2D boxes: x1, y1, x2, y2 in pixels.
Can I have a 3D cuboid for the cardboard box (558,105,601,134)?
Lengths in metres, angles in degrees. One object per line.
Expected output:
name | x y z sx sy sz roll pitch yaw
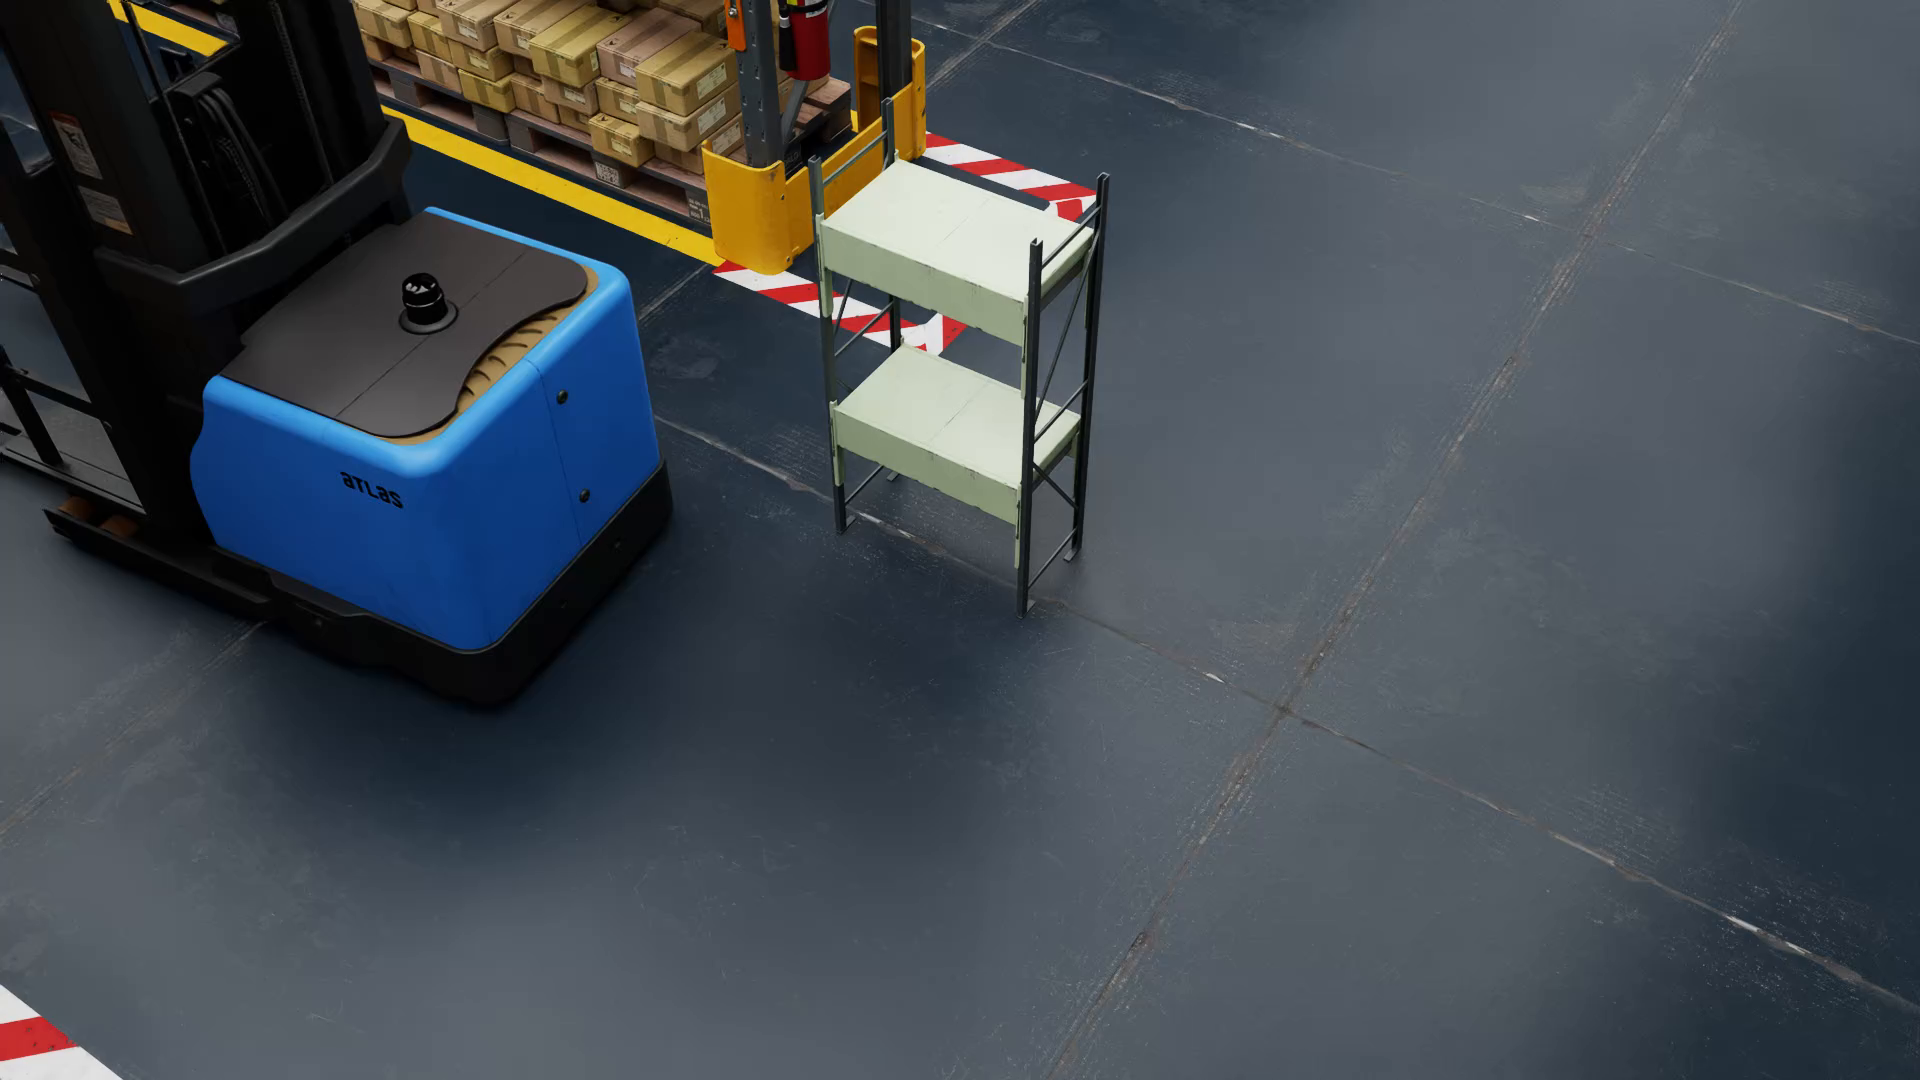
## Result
cardboard box | -1.525 -1.923 7.222 0.250 0.149 0.380 24 51 22

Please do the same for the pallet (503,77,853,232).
pallet | -1.251 -1.893 7.442 1.213 0.211 1.003 25 51 22

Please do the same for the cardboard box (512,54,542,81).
cardboard box | -1.730 -2.154 7.239 0.250 0.149 0.380 24 51 22

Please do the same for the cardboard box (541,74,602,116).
cardboard box | -1.559 -1.988 7.078 0.250 0.149 0.380 23 50 21

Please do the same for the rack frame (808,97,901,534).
rack frame | -0.314 -0.667 5.352 0.023 1.500 0.400 25 51 22

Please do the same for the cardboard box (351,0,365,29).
cardboard box | -2.649 -2.491 7.567 0.250 0.149 0.380 24 51 22

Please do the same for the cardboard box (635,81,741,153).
cardboard box | -1.121 -1.788 6.883 0.250 0.149 0.380 23 50 21

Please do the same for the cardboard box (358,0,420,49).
cardboard box | -2.455 -2.381 7.460 0.250 0.149 0.380 25 51 22

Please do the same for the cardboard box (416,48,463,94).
cardboard box | -2.208 -2.189 7.481 0.250 0.149 0.380 26 51 23

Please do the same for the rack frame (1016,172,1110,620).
rack frame | 0.302 -0.384 5.077 0.023 1.500 0.400 25 51 22

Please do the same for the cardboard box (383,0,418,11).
cardboard box | -2.410 -2.529 7.396 0.250 0.149 0.380 25 51 22

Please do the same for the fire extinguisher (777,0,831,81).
fire extinguisher | -0.560 -1.966 5.883 0.183 0.674 0.296 25 51 22

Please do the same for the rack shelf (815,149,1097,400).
rack shelf | -0.006 -0.797 4.935 0.720 0.370 0.431 25 51 22

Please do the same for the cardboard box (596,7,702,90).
cardboard box | -1.286 -2.043 6.924 0.250 0.149 0.380 26 51 23

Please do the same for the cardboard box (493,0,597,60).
cardboard box | -1.756 -2.205 7.082 0.250 0.149 0.380 23 50 21

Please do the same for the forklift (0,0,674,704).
forklift | -2.542 -1.262 4.933 3.031 2.935 1.130 20 49 18

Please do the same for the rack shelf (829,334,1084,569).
rack shelf | -0.006 -0.298 5.448 0.720 0.370 0.431 25 51 22

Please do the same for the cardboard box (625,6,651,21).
cardboard box | -1.279 -2.295 7.376 0.250 0.149 0.380 25 51 23

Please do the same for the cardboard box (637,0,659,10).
cardboard box | -1.220 -2.476 7.345 0.250 0.149 0.380 25 51 22

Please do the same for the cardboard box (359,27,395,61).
cardboard box | -2.642 -2.388 7.674 0.250 0.149 0.380 23 50 21

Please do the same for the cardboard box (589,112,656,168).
cardboard box | -1.349 -1.768 7.072 0.250 0.149 0.380 26 51 23

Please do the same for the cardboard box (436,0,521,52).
cardboard box | -2.012 -2.276 7.150 0.250 0.149 0.380 27 51 23

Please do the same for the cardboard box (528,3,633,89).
cardboard box | -1.572 -2.067 6.947 0.250 0.149 0.380 24 50 21

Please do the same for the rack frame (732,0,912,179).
rack frame | -0.523 -2.499 6.087 0.127 3.000 1.000 25 51 22

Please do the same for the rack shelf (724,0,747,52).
rack shelf | -2.206 -3.023 7.097 4.000 0.370 1.077 25 51 22

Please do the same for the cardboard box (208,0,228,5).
cardboard box | -3.533 -2.763 8.038 0.250 0.149 0.380 26 51 23

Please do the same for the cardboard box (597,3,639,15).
cardboard box | -1.436 -2.460 7.536 0.250 0.149 0.380 26 51 23

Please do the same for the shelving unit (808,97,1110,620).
shelving unit | -0.006 -0.525 5.215 0.755 1.500 0.431 25 51 22

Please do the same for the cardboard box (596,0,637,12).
cardboard box | -1.474 -2.522 7.390 0.250 0.149 0.380 22 50 20

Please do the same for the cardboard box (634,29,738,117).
cardboard box | -1.105 -1.911 6.796 0.250 0.149 0.380 25 51 23

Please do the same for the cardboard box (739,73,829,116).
cardboard box | -0.791 -2.048 7.344 0.250 0.149 0.380 26 51 23

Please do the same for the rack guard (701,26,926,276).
rack guard | -0.587 -1.657 7.012 0.348 0.500 1.175 25 51 22

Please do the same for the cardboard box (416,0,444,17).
cardboard box | -2.174 -2.445 7.314 0.250 0.149 0.380 23 50 21

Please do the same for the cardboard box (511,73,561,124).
cardboard box | -1.740 -2.010 7.307 0.250 0.149 0.380 25 51 22

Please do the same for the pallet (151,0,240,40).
pallet | -3.305 -2.837 8.360 1.213 0.211 1.003 25 51 22

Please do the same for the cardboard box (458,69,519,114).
cardboard box | -1.989 -2.071 7.366 0.250 0.149 0.380 23 50 20

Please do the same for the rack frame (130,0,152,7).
rack frame | -3.890 -4.048 7.592 0.127 3.000 1.000 25 51 22

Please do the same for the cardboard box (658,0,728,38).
cardboard box | -1.077 -2.301 7.175 0.250 0.149 0.380 26 51 23

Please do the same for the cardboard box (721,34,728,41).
cardboard box | -1.025 -2.253 7.336 0.250 0.149 0.380 24 51 22

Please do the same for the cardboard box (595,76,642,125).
cardboard box | -1.312 -1.921 7.013 0.250 0.149 0.380 24 50 21

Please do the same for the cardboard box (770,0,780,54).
cardboard box | -0.780 -2.267 7.142 0.250 0.149 0.380 23 50 20

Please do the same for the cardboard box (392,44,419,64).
cardboard box | -2.380 -2.332 7.620 0.250 0.149 0.380 26 51 23

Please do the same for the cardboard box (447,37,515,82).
cardboard box | -2.002 -2.180 7.265 0.250 0.149 0.380 25 51 23

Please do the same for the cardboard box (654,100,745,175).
cardboard box | -1.078 -1.730 7.034 0.250 0.149 0.380 26 51 23

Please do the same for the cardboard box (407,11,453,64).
cardboard box | -2.208 -2.291 7.372 0.250 0.149 0.380 27 52 24

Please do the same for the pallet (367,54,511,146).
pallet | -2.274 -2.365 7.901 1.213 0.211 1.003 25 51 22

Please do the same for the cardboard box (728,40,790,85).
cardboard box | -0.825 -2.113 7.200 0.250 0.149 0.380 27 52 24
